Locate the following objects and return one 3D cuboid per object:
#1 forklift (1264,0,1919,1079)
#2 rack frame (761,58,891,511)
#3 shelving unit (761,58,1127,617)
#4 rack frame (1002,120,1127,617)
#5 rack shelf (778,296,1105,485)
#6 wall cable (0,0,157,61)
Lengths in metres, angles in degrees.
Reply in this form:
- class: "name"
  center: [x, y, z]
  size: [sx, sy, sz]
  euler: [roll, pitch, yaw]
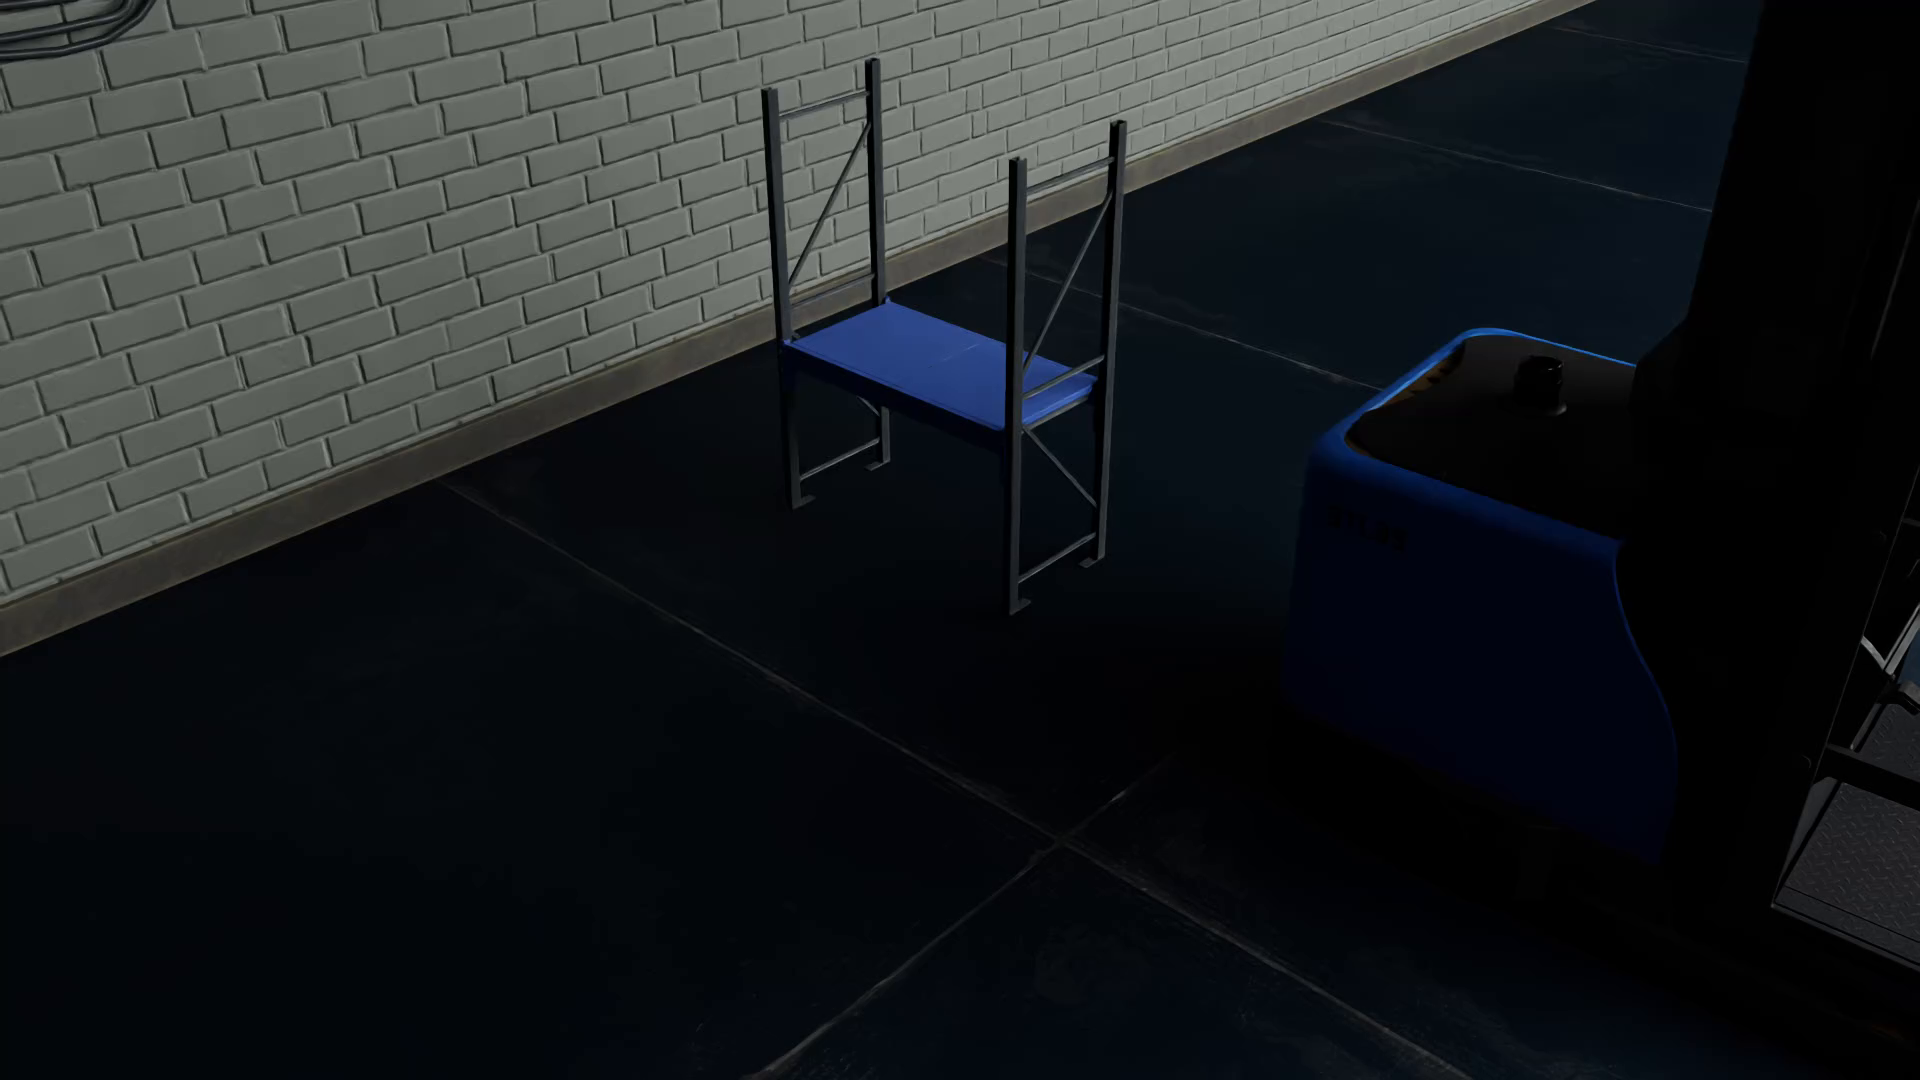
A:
- class: "forklift"
  center: [2.300, -0.282, 3.376]
  size: [3.031, 2.935, 1.130]
  euler: [23, 38, 33]
- class: "rack frame"
  center: [-0.440, -0.848, 5.704]
  size: [0.032, 1.500, 0.500]
  euler: [25, 39, 35]
- class: "shelving unit"
  center: [-0.063, -0.672, 5.412]
  size: [1.048, 1.500, 0.538]
  euler: [25, 39, 35]
- class: "rack frame"
  center: [0.314, -0.496, 5.120]
  size: [0.032, 1.500, 0.500]
  euler: [25, 39, 35]
- class: "rack shelf"
  center: [-0.063, -0.518, 5.505]
  size: [1.000, 0.185, 0.538]
  euler: [25, 39, 35]
- class: "wall cable"
  center: [-3.252, -1.981, 3.327]
  size: [0.112, 2.526, 3.097]
  euler: [25, 39, 35]
